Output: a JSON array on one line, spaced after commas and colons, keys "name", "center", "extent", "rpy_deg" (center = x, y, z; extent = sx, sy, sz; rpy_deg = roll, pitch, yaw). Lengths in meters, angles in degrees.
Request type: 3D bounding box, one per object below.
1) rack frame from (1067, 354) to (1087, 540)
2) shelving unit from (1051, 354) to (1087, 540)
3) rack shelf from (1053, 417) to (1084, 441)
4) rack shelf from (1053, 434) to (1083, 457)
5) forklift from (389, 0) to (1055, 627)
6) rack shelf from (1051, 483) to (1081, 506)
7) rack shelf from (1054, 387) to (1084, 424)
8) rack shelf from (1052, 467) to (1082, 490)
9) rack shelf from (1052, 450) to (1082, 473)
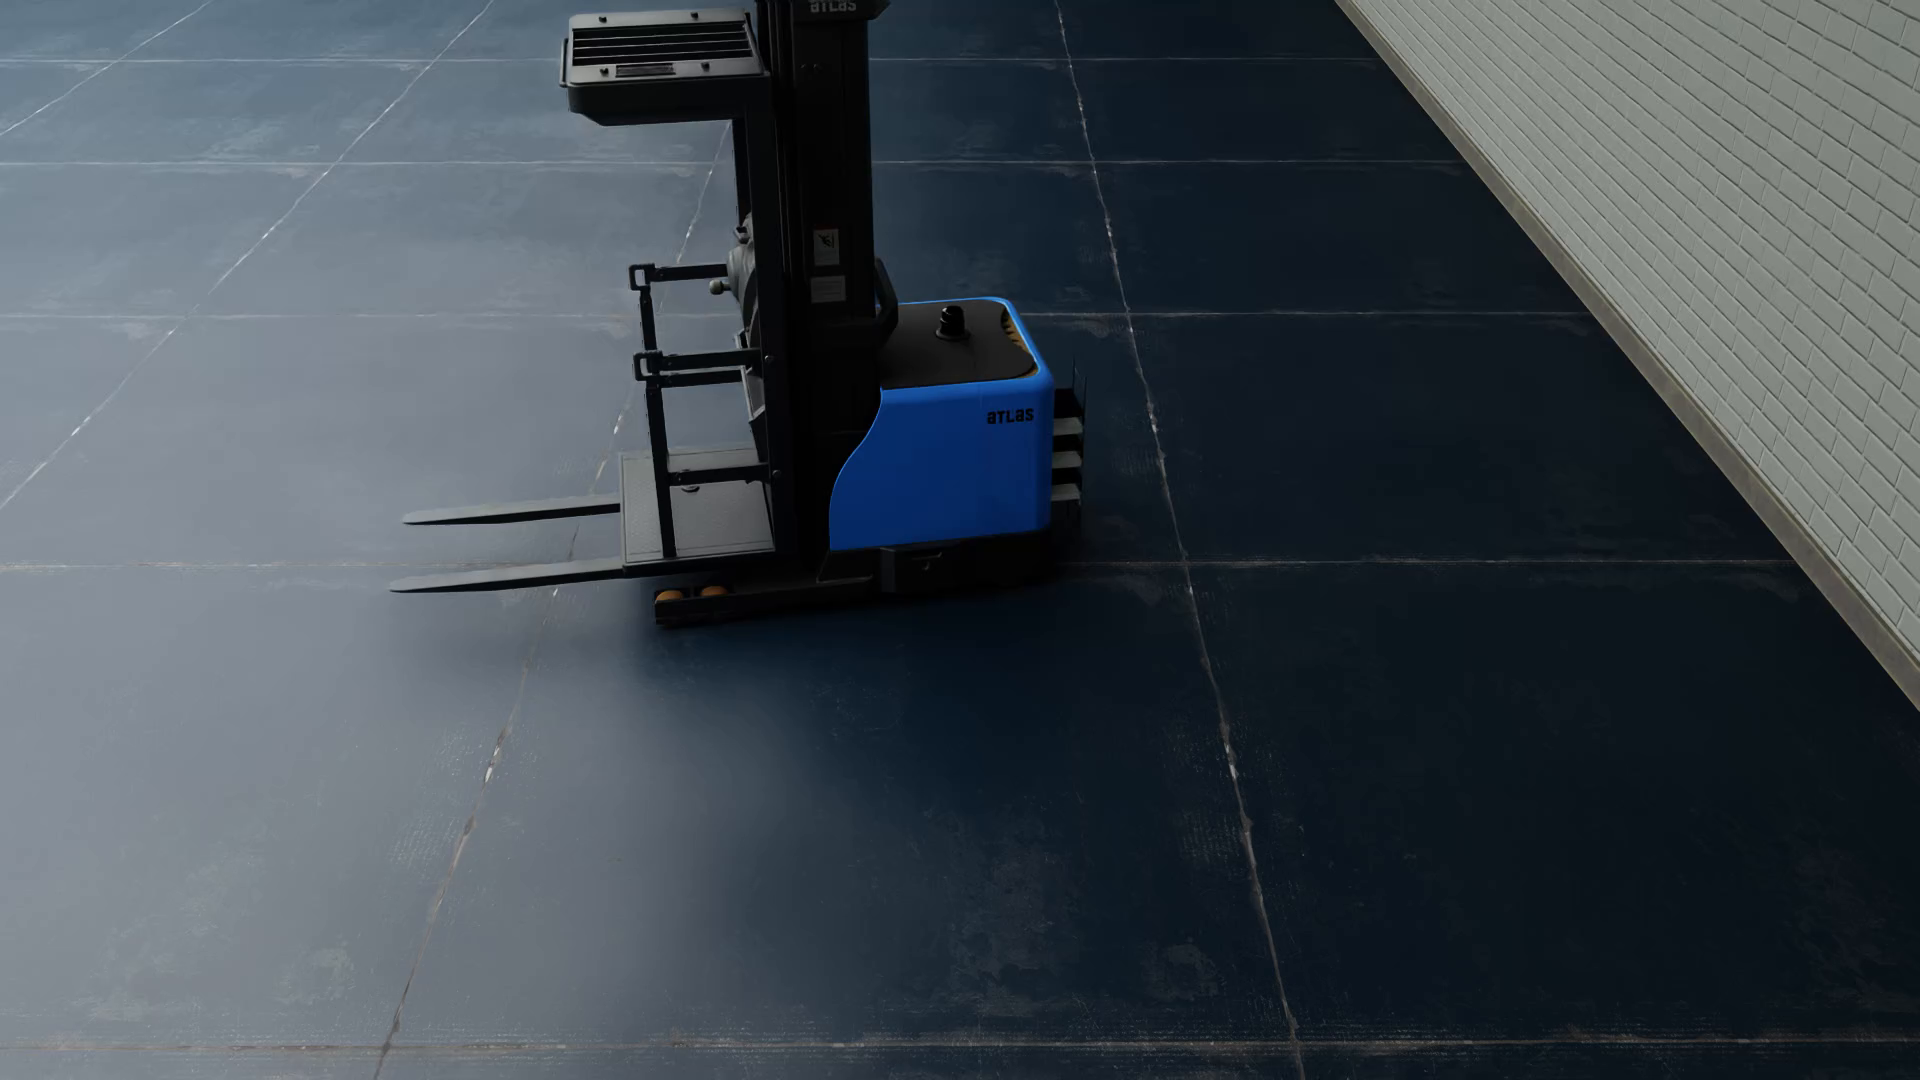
[{"name": "rack frame", "center": [0.568, -0.447, 8.119], "extent": [0.006, 0.900, 0.240], "rpy_deg": [-6, 32, -9]}, {"name": "shelving unit", "center": [0.468, -0.437, 8.103], "extent": [0.210, 0.900, 0.258], "rpy_deg": [-6, 32, -9]}, {"name": "rack shelf", "center": [0.468, -0.562, 8.027], "extent": [0.200, 0.077, 0.258], "rpy_deg": [-6, 32, -9]}, {"name": "rack shelf", "center": [0.468, -0.485, 8.073], "extent": [0.200, 0.077, 0.258], "rpy_deg": [-6, 32, -9]}, {"name": "forklift", "center": [-1.131, -1.153, 7.325], "extent": [3.031, 2.935, 1.130], "rpy_deg": [-6, 32, -9]}, {"name": "rack shelf", "center": [0.468, -0.255, 8.213], "extent": [0.200, 0.077, 0.258], "rpy_deg": [-6, 32, -9]}, {"name": "rack shelf", "center": [0.468, -0.639, 7.980], "extent": [0.200, 0.077, 0.258], "rpy_deg": [-6, 32, -9]}, {"name": "rack shelf", "center": [0.468, -0.332, 8.167], "extent": [0.200, 0.077, 0.258], "rpy_deg": [-6, 32, -9]}, {"name": "rack shelf", "center": [0.468, -0.409, 8.120], "extent": [0.200, 0.077, 0.258], "rpy_deg": [-6, 32, -9]}]
